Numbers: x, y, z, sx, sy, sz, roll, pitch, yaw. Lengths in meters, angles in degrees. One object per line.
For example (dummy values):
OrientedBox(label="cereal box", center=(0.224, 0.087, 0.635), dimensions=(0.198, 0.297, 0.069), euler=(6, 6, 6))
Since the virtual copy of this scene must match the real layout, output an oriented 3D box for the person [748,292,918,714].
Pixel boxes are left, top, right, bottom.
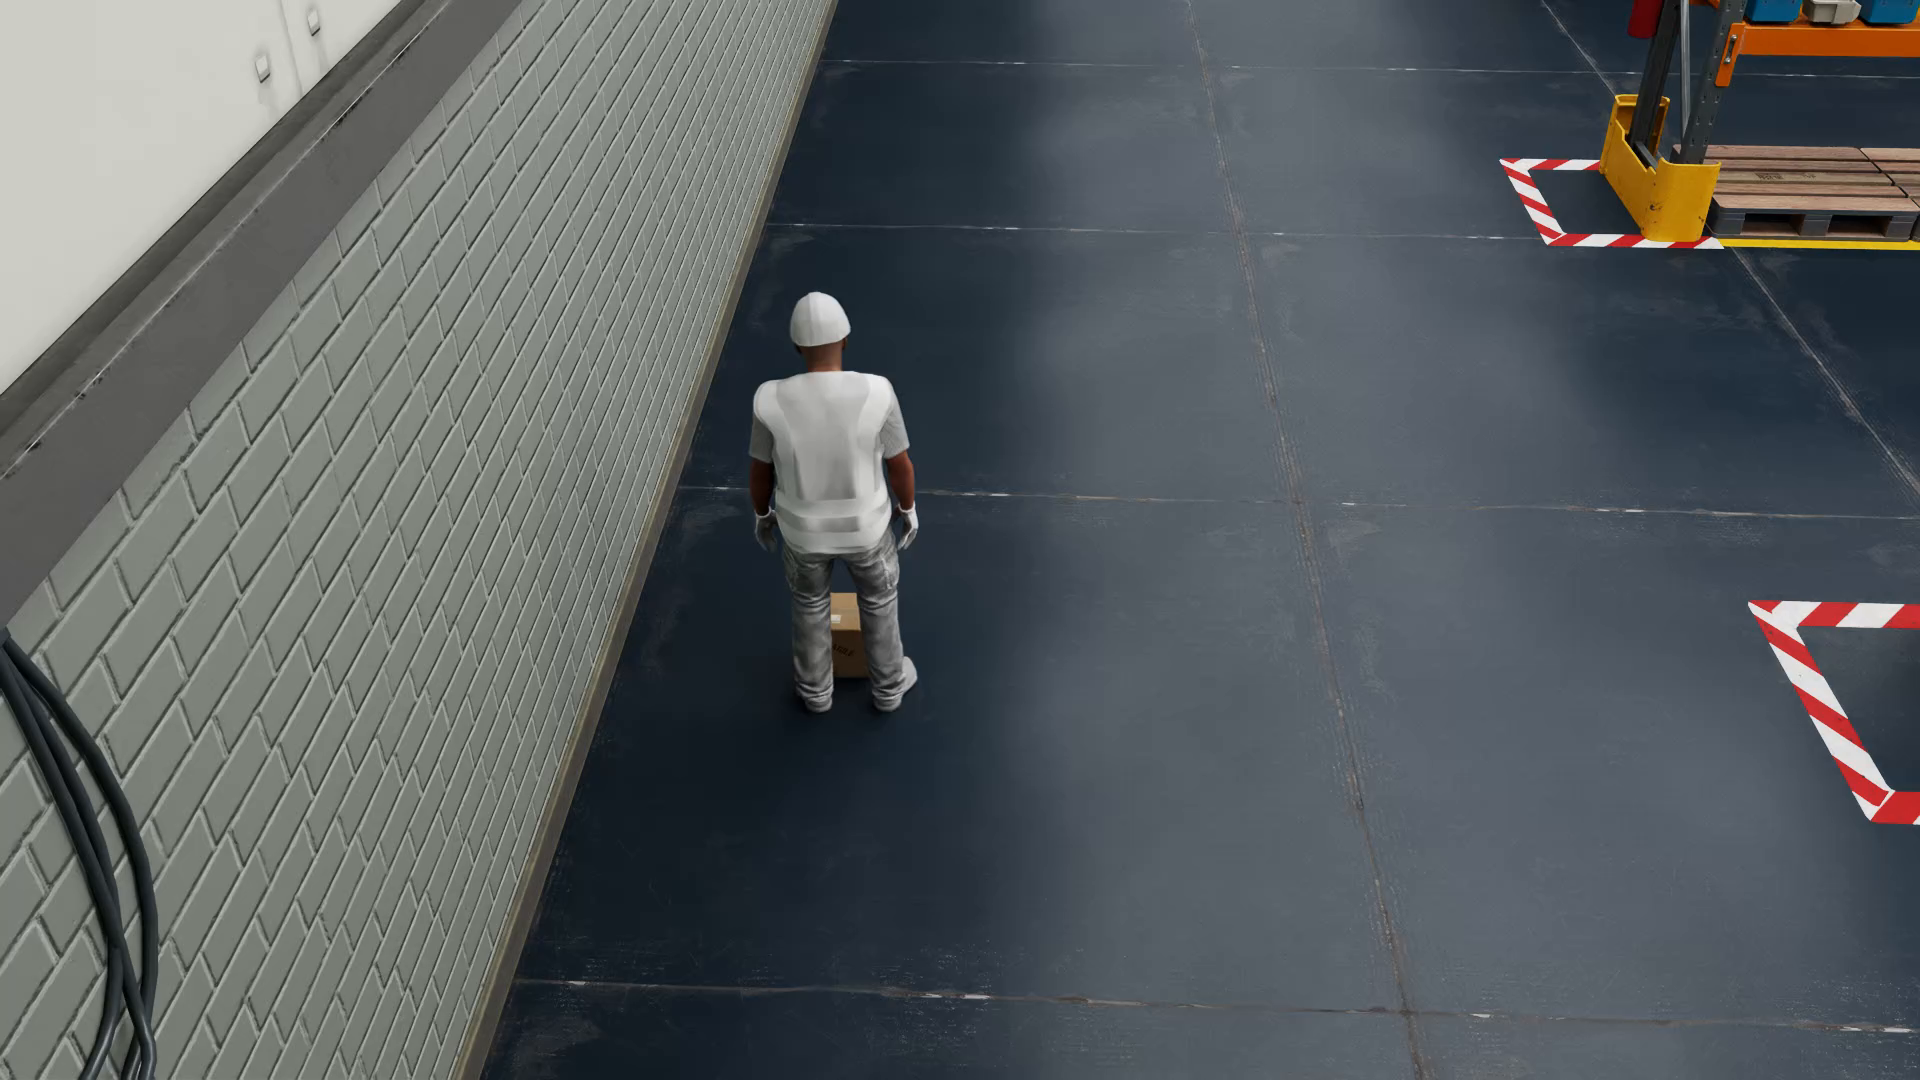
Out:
OrientedBox(label="person", center=(-0.469, -0.091, 6.266), dimensions=(0.619, 1.772, 0.450), euler=(0, 35, -1))
